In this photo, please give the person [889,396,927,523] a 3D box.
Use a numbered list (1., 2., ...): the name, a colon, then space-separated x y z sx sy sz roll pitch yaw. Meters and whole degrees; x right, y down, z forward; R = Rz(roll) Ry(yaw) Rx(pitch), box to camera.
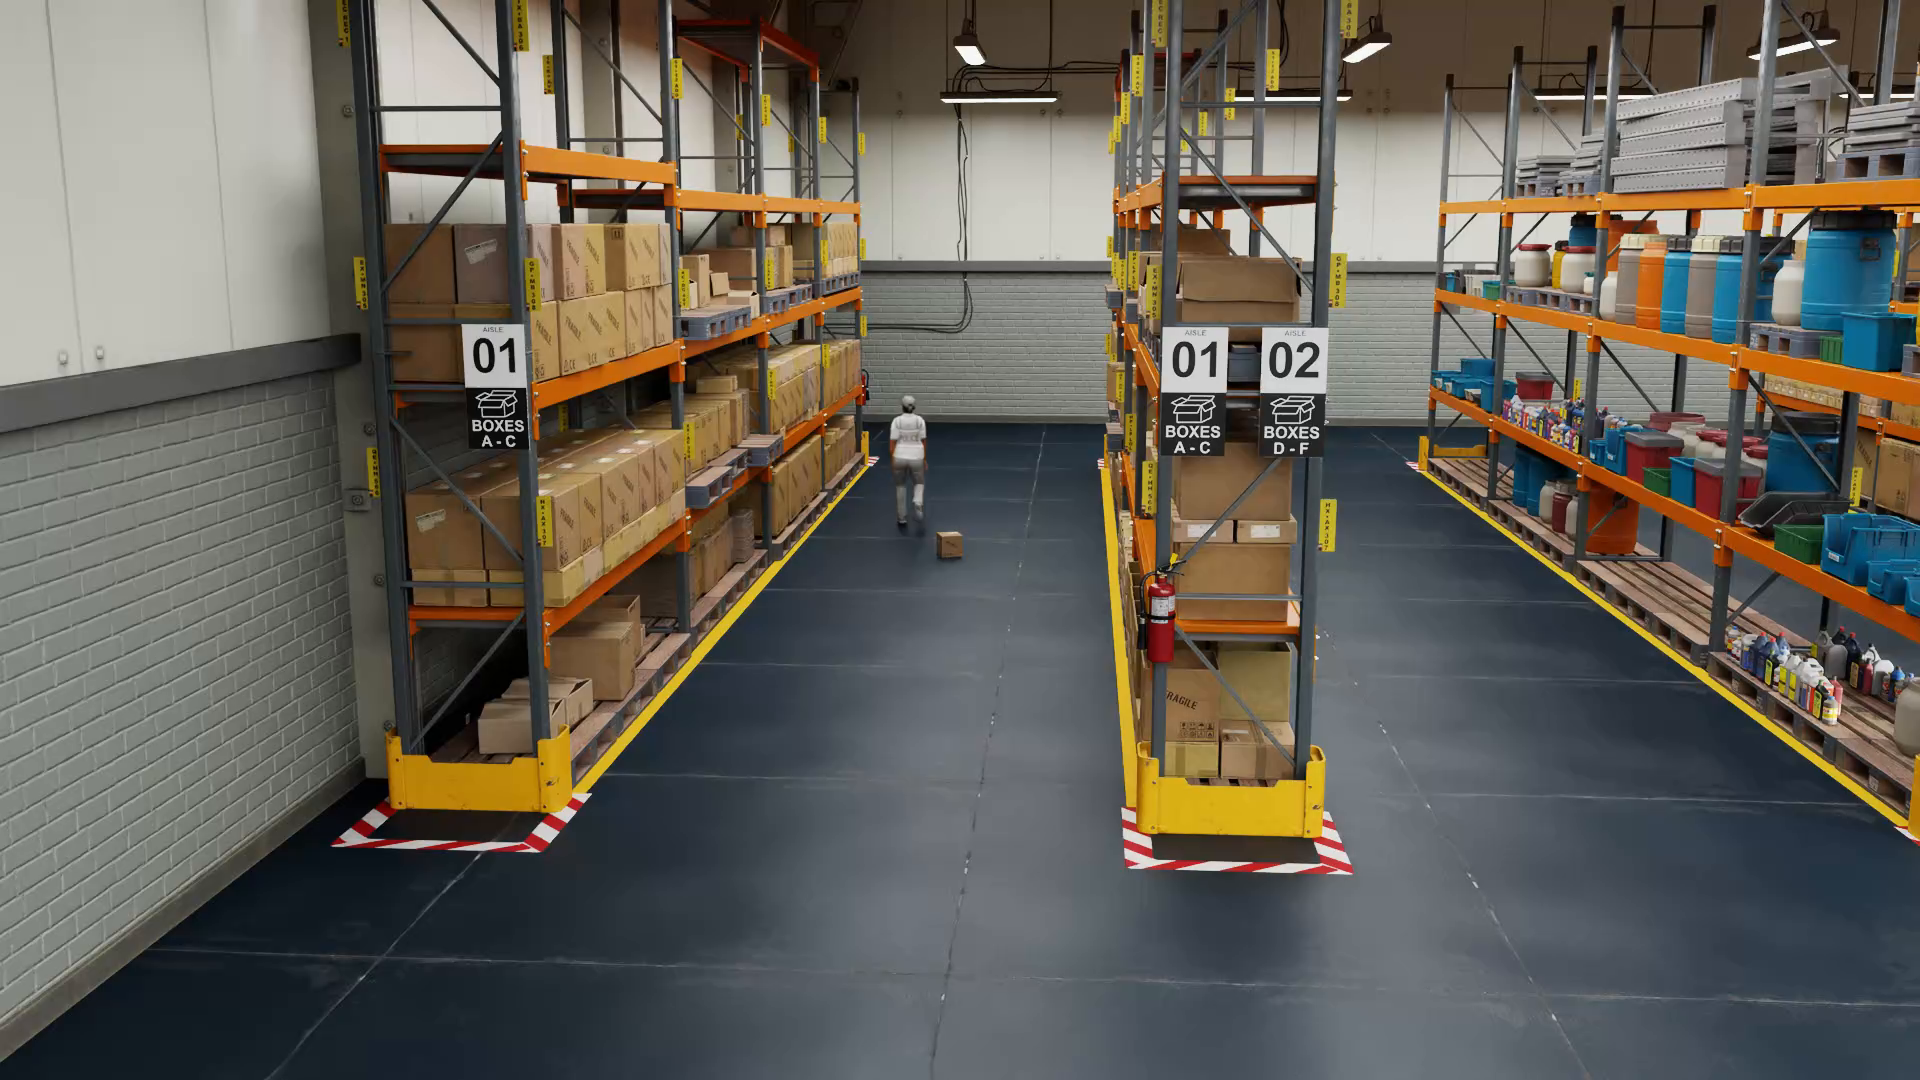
1. person: -0.656 -1.012 21.109 0.483 1.648 0.591 -1 11 -4
